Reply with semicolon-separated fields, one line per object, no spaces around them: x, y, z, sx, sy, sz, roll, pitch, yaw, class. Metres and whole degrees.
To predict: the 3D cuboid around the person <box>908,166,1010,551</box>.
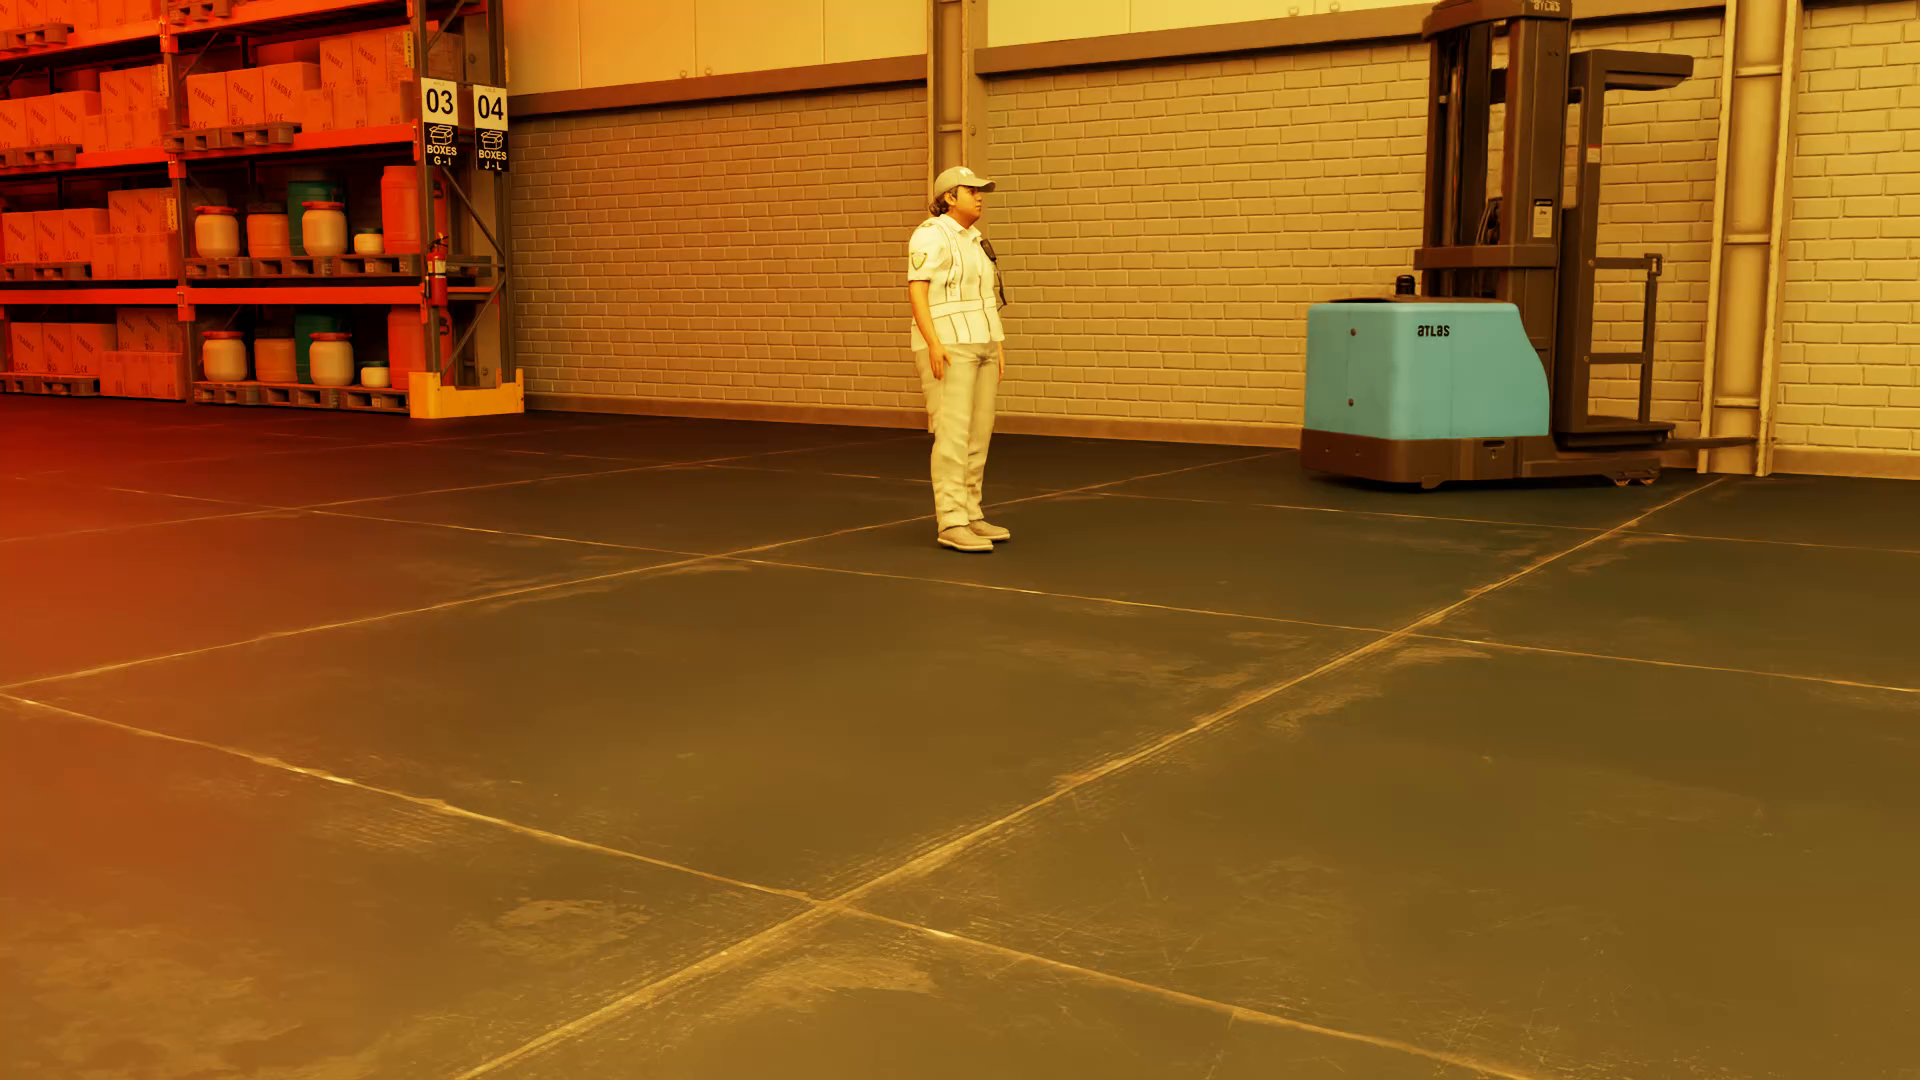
0.052;-0.823;7.423;0.527;1.670;0.598;5;10;34;person

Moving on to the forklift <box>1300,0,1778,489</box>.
3.663;-1.842;10.150;3.031;2.935;1.130;-3;9;-21;forklift
